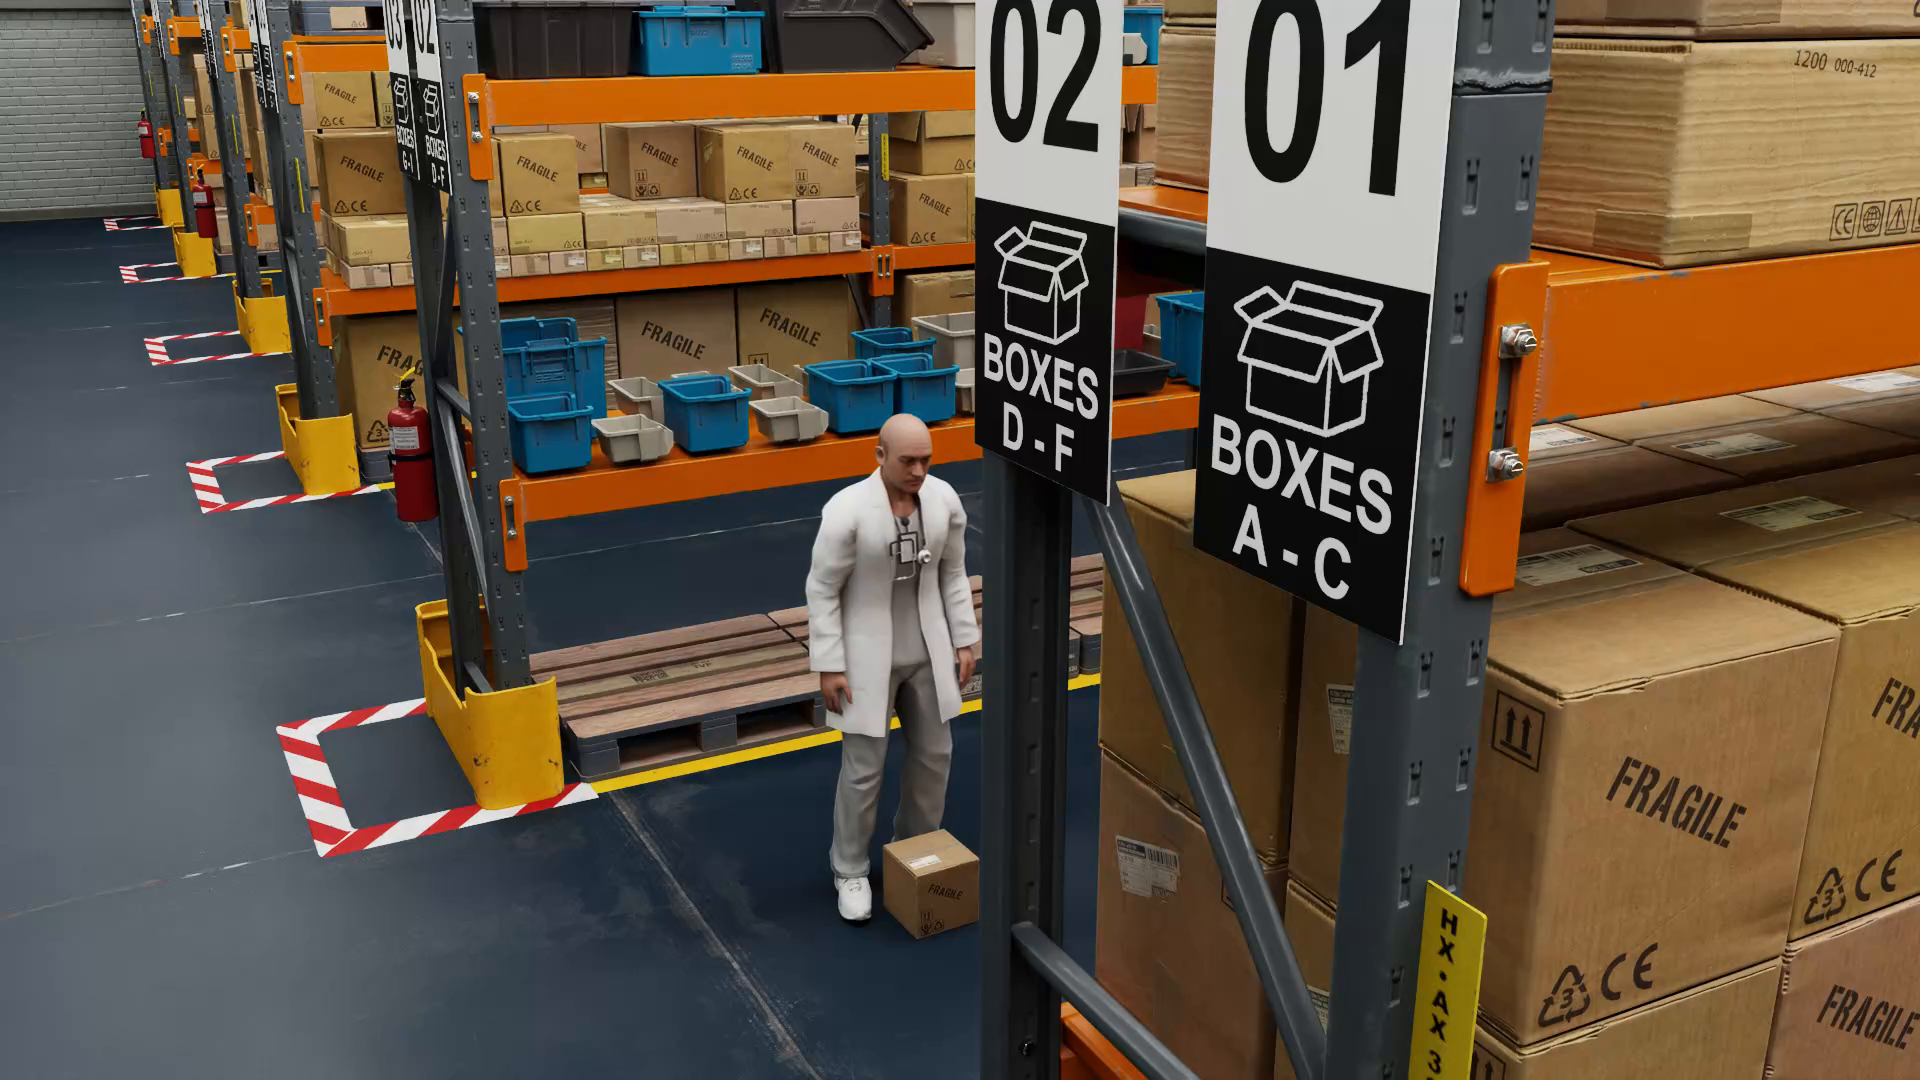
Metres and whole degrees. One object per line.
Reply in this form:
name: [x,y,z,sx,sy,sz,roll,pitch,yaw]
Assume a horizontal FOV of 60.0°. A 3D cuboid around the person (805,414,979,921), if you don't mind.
person: [-0.225,0.417,5.813,0.644,1.774,0.419,-10,21,-27]
